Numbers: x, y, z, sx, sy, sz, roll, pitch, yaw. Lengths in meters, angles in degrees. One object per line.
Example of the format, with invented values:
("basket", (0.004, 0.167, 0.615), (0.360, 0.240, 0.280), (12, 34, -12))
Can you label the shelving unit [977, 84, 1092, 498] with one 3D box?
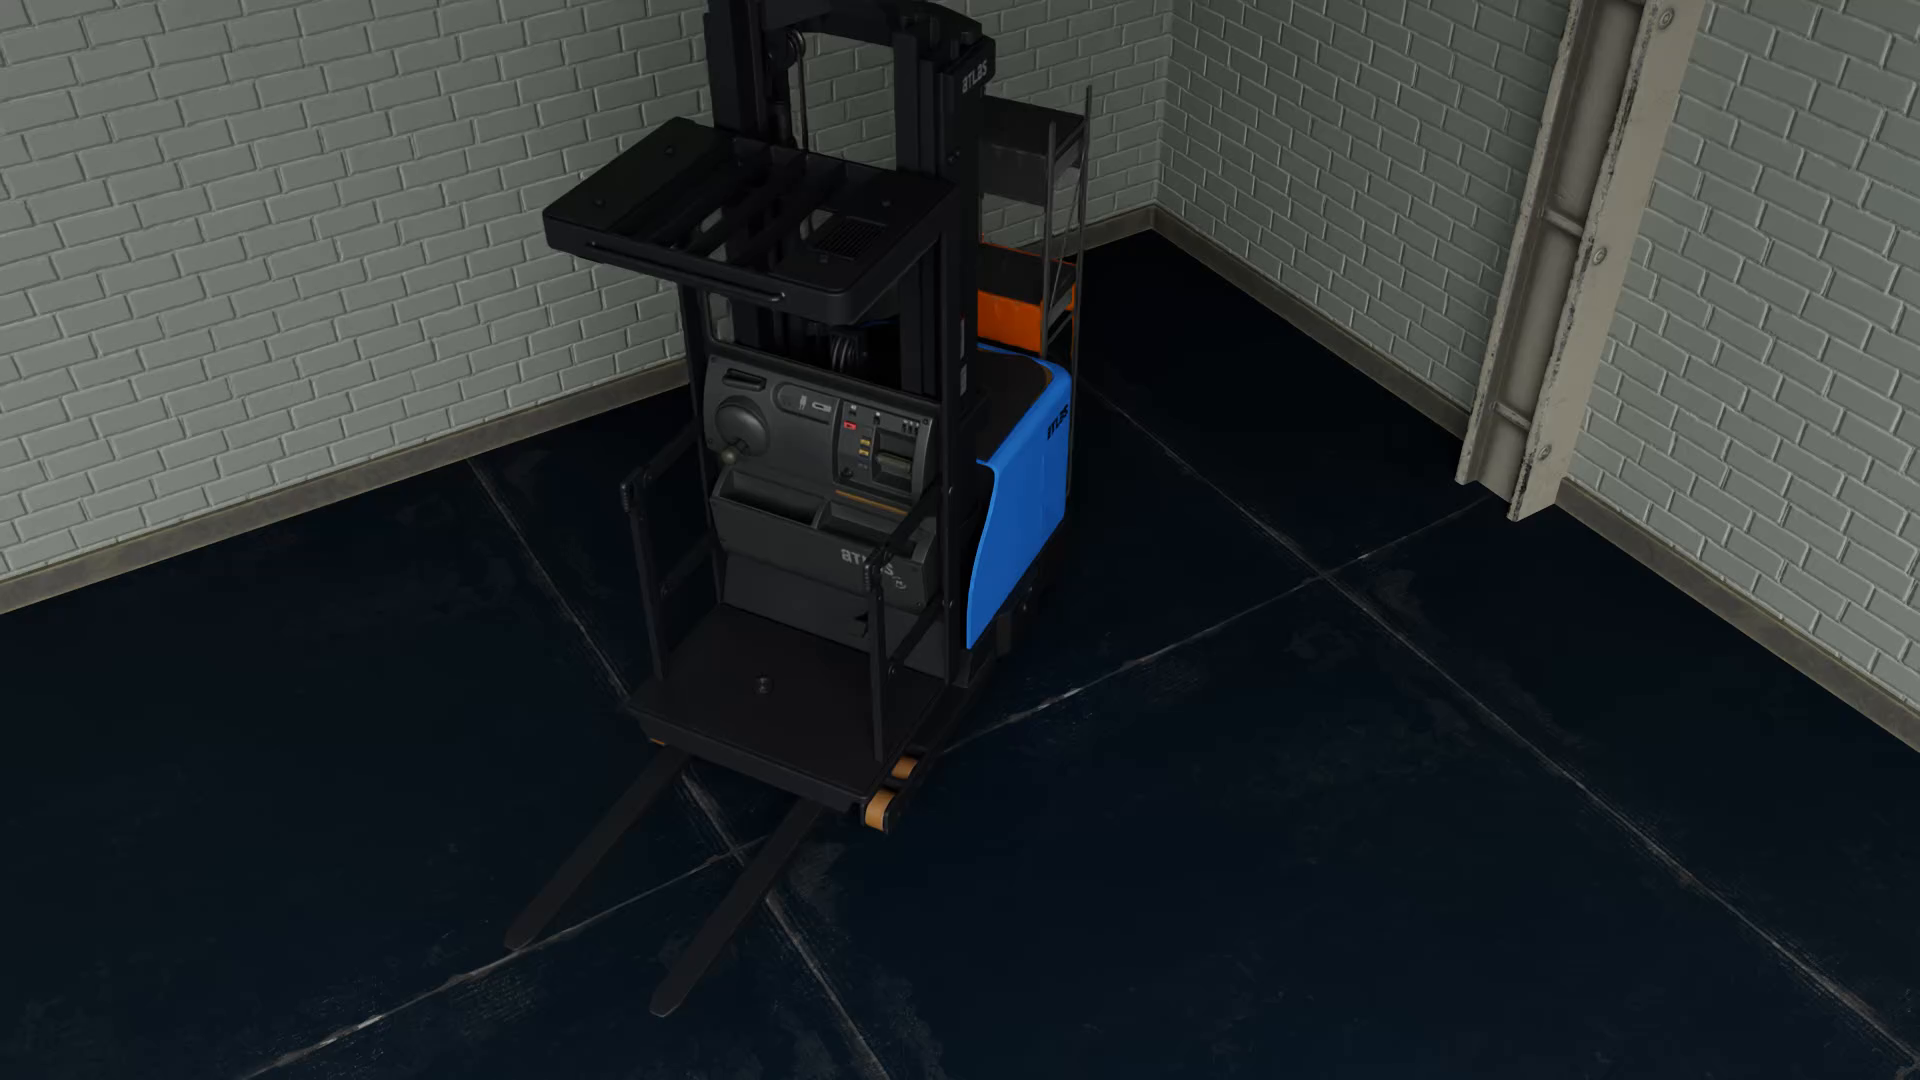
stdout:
("shelving unit", (0.223, -0.996, 7.365), (0.503, 2.100, 0.431), (18, 43, 20))

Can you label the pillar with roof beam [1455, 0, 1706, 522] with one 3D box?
("pillar with roof beam", (-0.968, -2.220, 3.445), (9.100, 9.000, 0.400), (-22, 45, -24))

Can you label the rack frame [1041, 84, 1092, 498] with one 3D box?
("rack frame", (0.442, -0.927, 7.282), (0.015, 2.100, 0.400), (18, 43, 20))

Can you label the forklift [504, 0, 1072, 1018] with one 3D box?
("forklift", (-0.619, -0.324, 5.910), (1.130, 2.935, 3.031), (18, 43, 20))

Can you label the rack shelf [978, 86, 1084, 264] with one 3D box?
("rack shelf", (0.223, -1.523, 6.926), (0.480, 0.518, 0.431), (18, 43, 20))

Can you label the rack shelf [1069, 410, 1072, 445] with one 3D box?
("rack shelf", (0.223, -0.447, 7.822), (0.480, 0.518, 0.431), (18, 43, 20))

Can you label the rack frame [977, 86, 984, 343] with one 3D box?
("rack frame", (0.005, -1.065, 7.448), (0.015, 2.100, 0.400), (18, 43, 20))

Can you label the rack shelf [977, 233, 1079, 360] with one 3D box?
("rack shelf", (0.223, -0.985, 7.374), (0.480, 0.518, 0.431), (18, 43, 20))
